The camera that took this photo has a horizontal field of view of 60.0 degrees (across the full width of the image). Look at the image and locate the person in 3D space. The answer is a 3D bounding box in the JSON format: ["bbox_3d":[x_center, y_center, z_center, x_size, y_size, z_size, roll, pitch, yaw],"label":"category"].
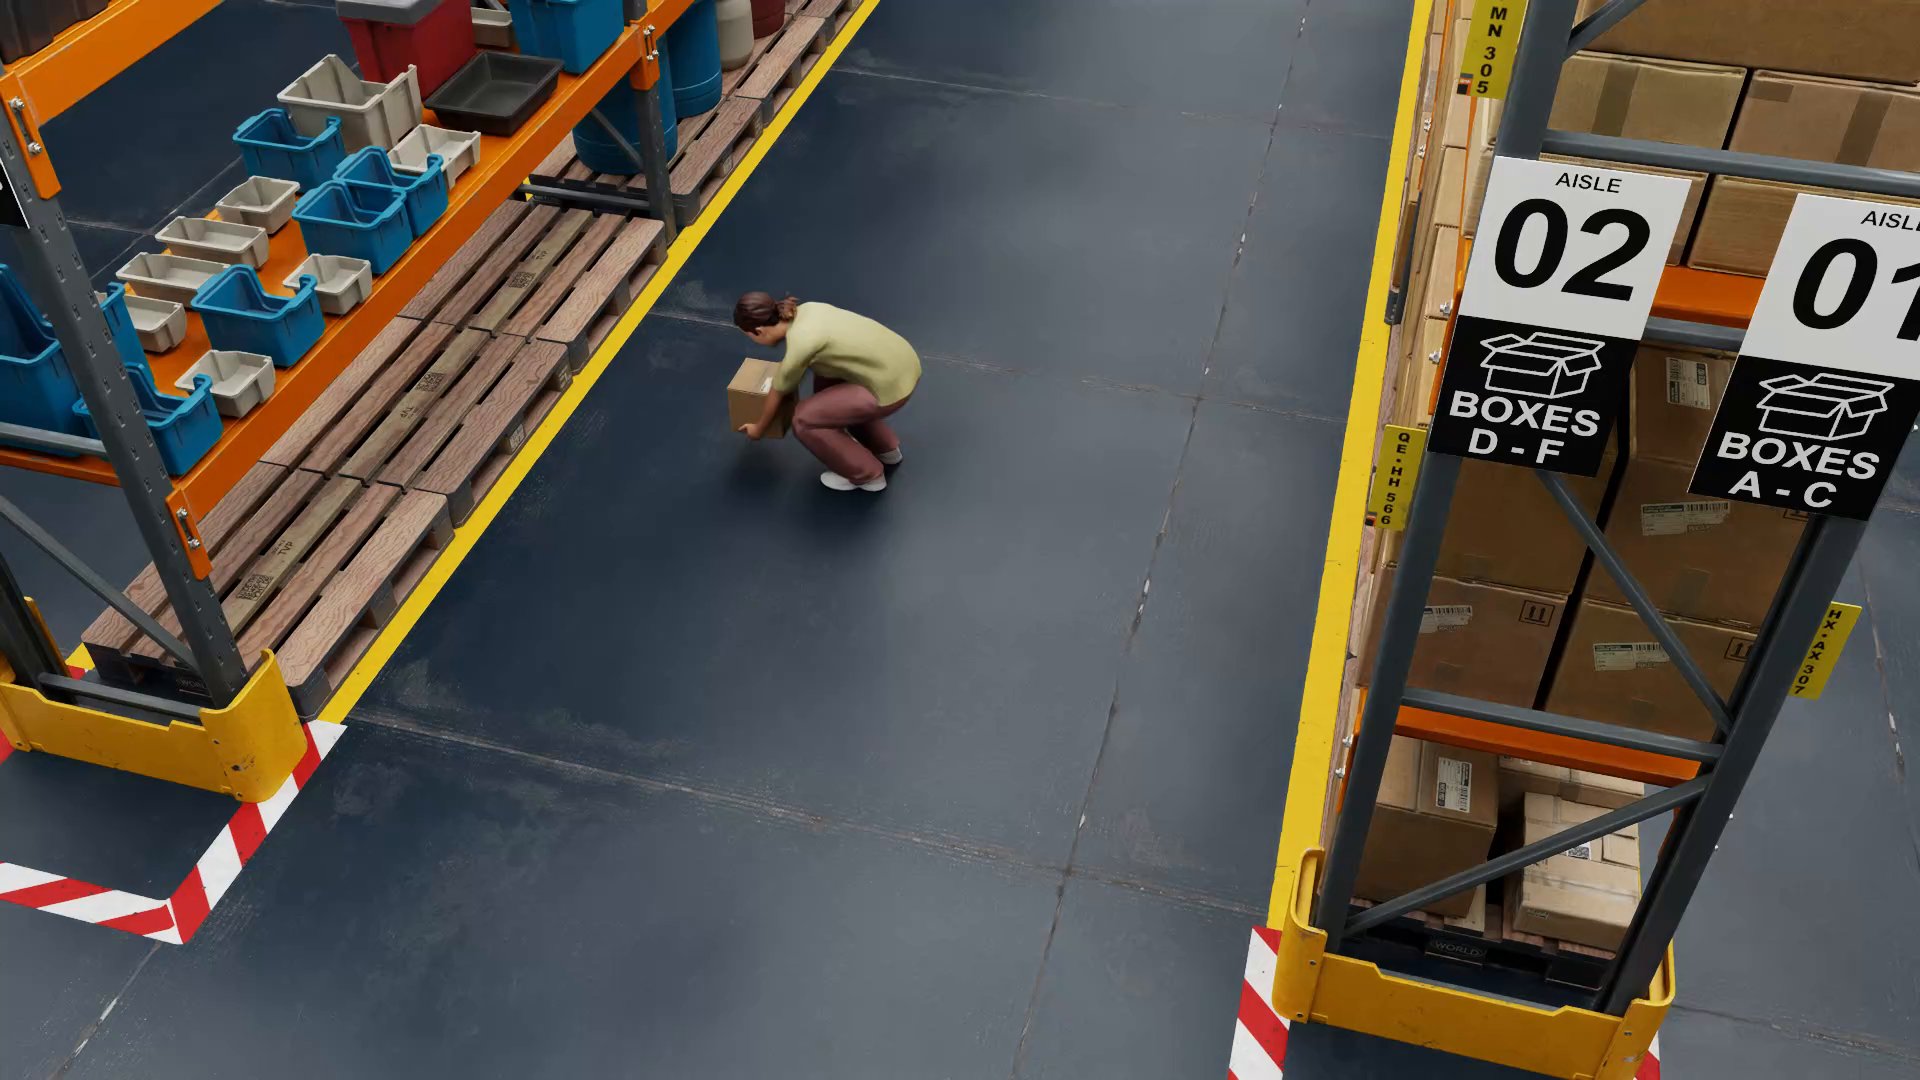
[{"bbox_3d":[-0.592,-0.695,7.525,0.831,0.927,0.464,9,42,10],"label":"person"}]
